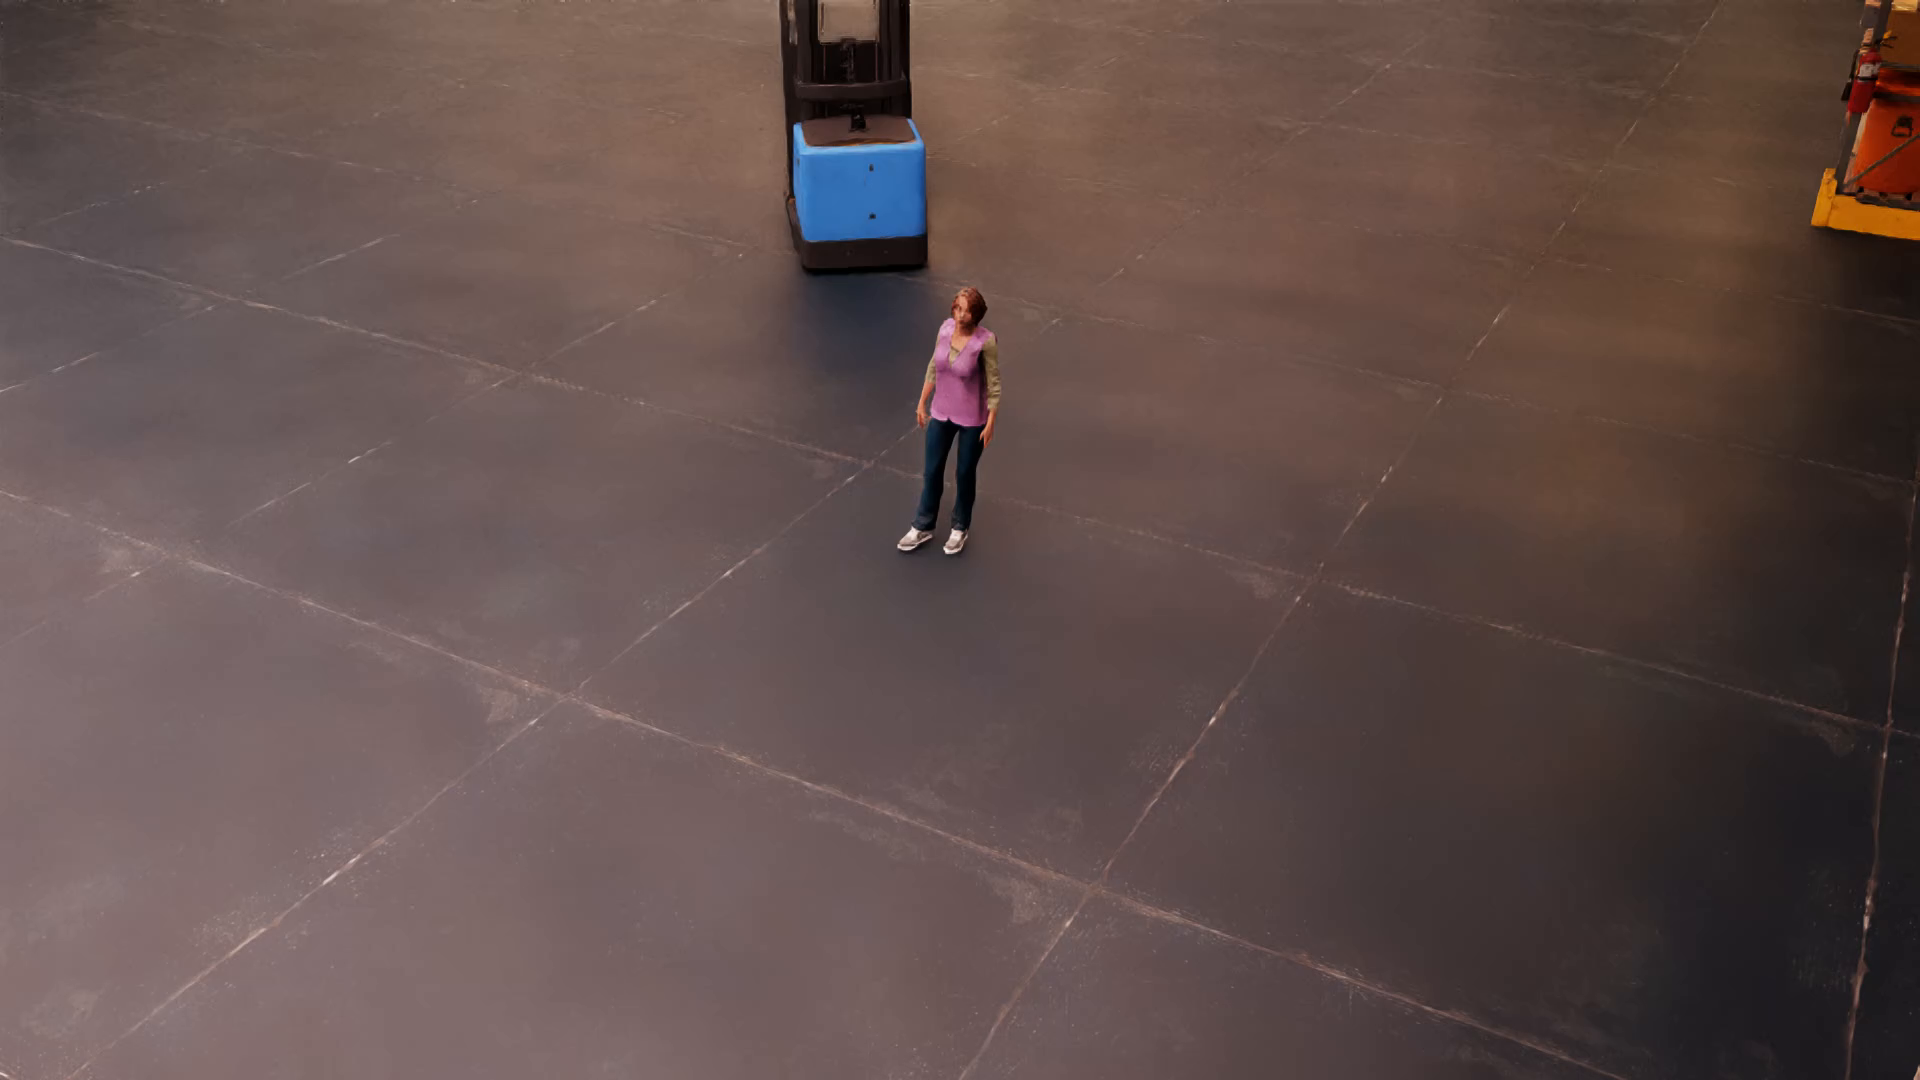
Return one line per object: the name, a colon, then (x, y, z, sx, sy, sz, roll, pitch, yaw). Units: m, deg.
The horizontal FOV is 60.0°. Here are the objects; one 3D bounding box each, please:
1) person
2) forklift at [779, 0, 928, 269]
person: (-0.048, -0.669, 9.550, 0.520, 1.597, 0.474, 15, 33, 25)
forklift: (-1.008, -4.224, 14.390, 1.130, 2.935, 3.031, -5, 30, -8)
